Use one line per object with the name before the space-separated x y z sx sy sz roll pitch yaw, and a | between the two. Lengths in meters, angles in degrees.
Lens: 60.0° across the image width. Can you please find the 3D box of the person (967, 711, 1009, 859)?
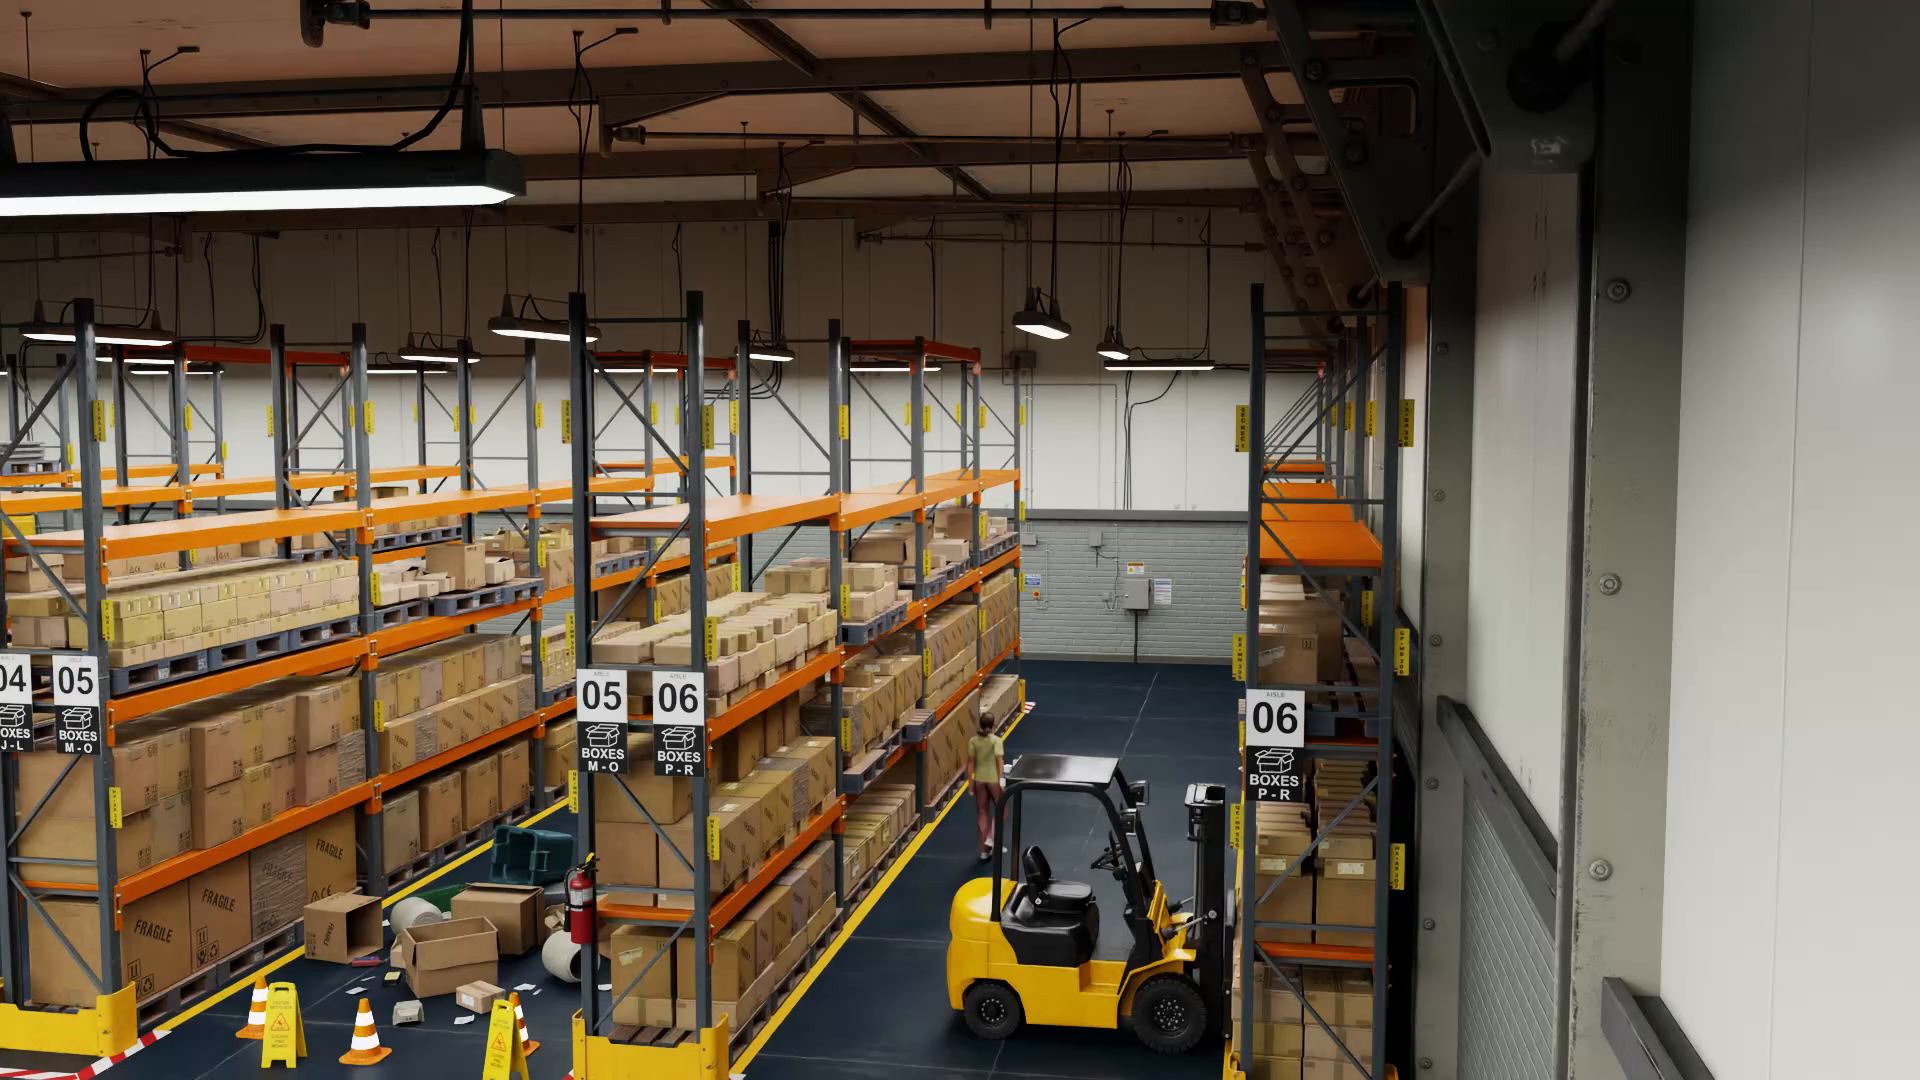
person | 0.314 2.800 19.015 0.501 1.661 0.471 2 5 19
